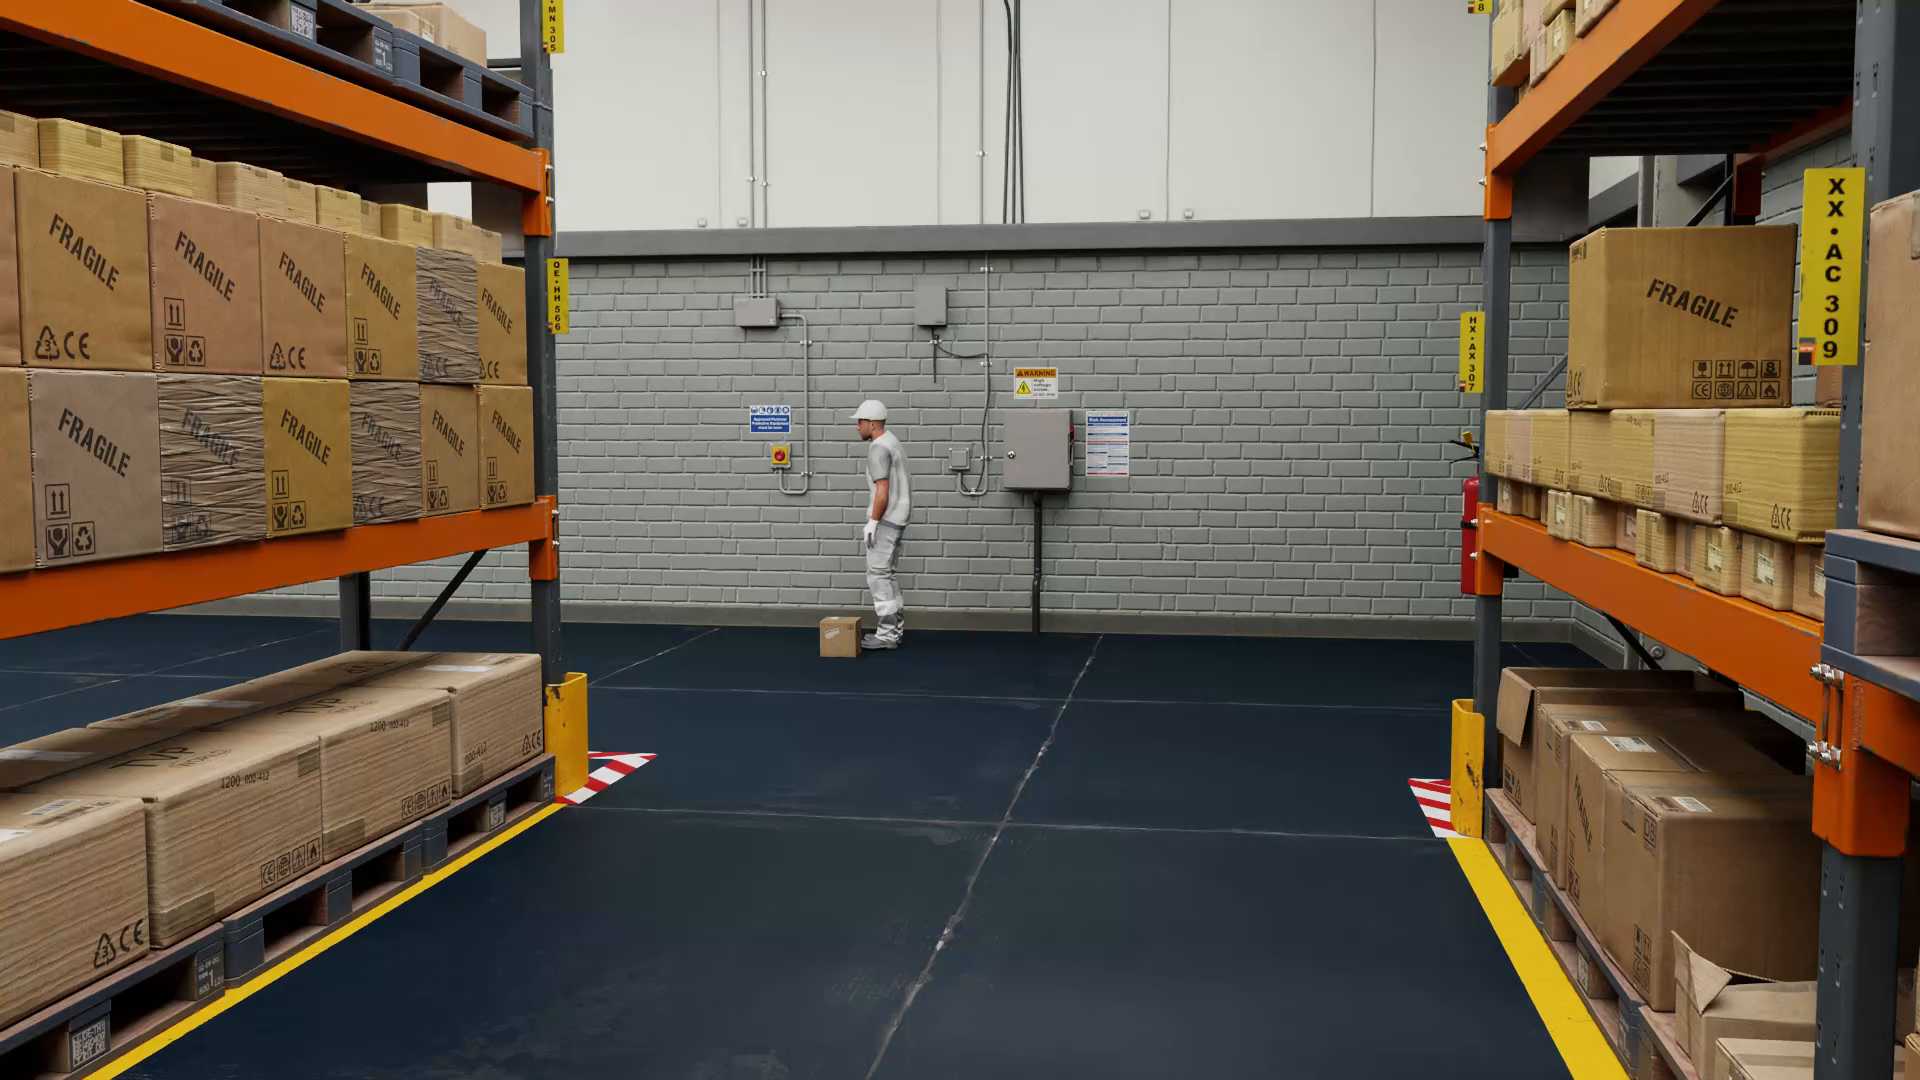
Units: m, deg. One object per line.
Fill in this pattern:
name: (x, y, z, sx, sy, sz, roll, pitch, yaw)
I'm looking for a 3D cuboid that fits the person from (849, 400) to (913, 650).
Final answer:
person: (-0.566, -0.113, 11.940, 0.452, 1.779, 0.607, 1, 4, 8)
